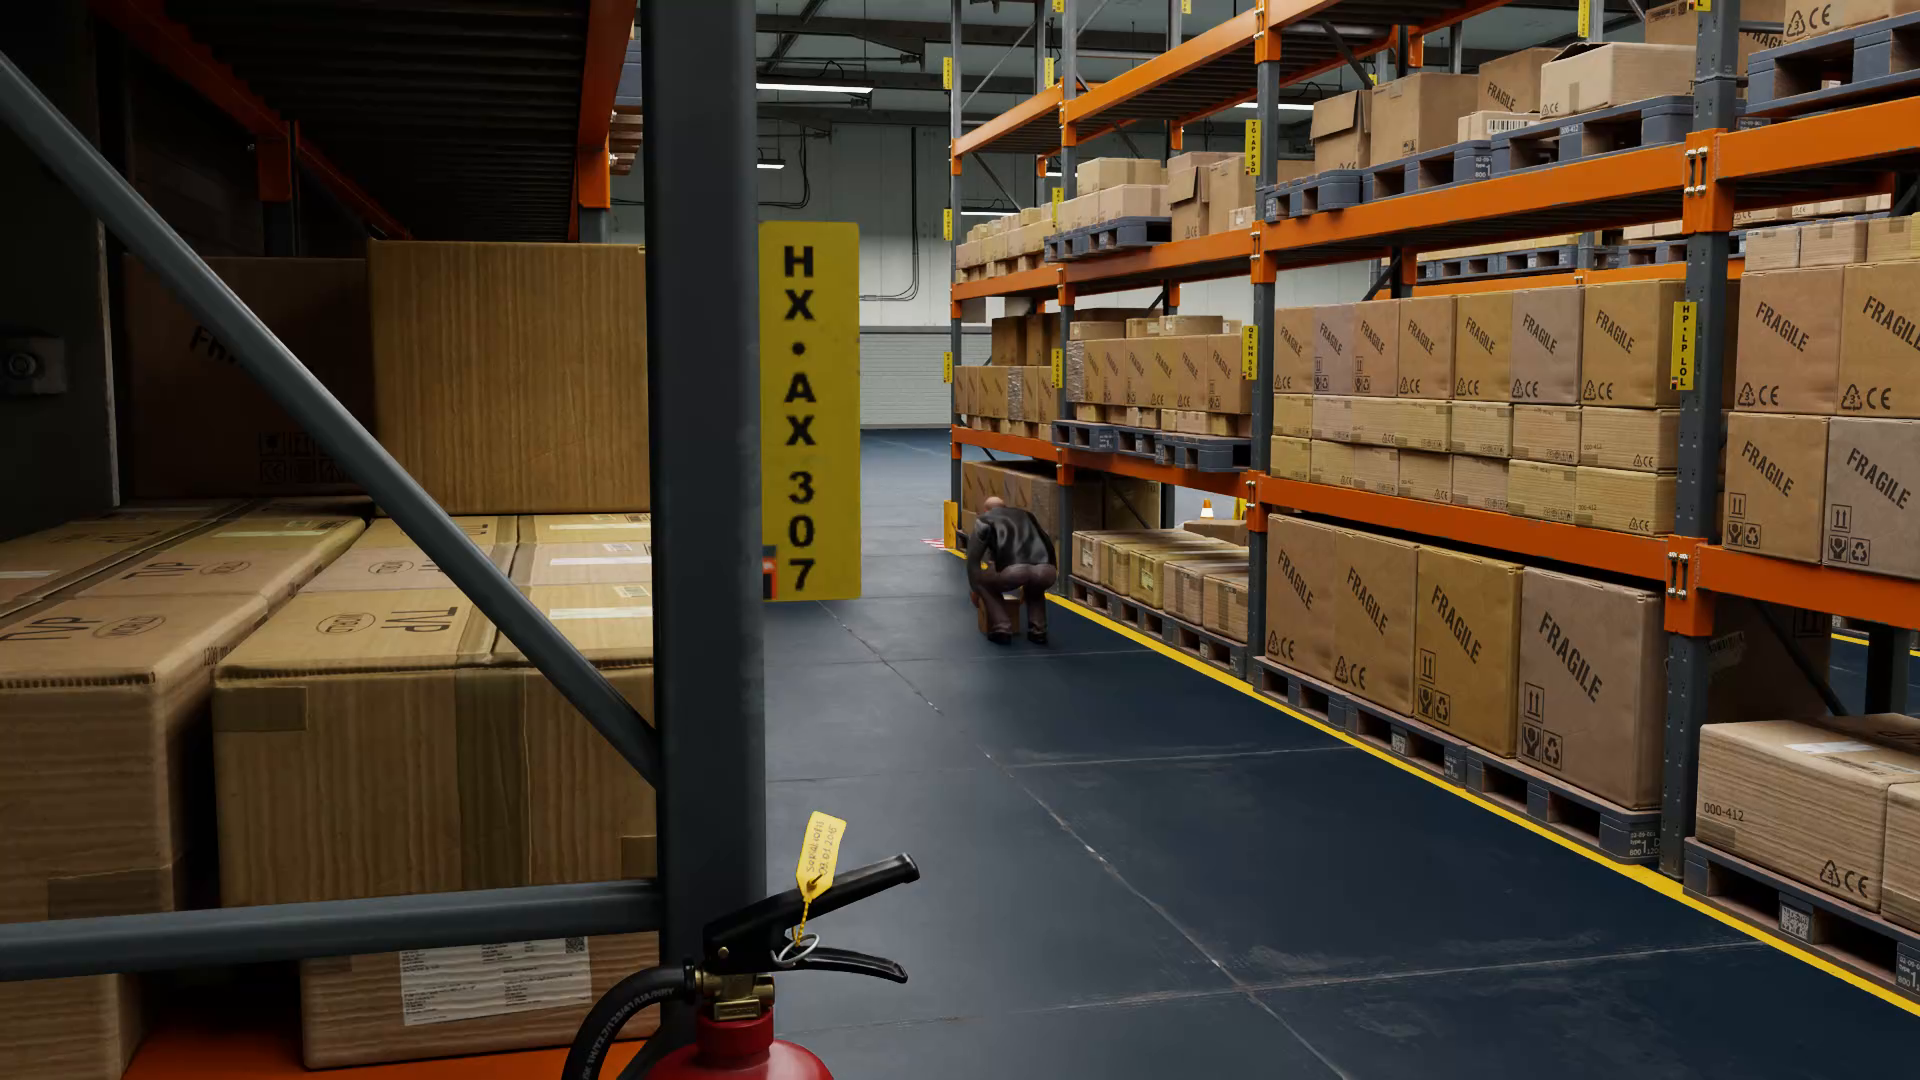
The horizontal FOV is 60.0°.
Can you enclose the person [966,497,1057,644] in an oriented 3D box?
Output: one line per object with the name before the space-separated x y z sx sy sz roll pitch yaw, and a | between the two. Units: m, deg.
person | 0.360 0.217 11.916 0.552 1.008 0.856 -2 6 -14
